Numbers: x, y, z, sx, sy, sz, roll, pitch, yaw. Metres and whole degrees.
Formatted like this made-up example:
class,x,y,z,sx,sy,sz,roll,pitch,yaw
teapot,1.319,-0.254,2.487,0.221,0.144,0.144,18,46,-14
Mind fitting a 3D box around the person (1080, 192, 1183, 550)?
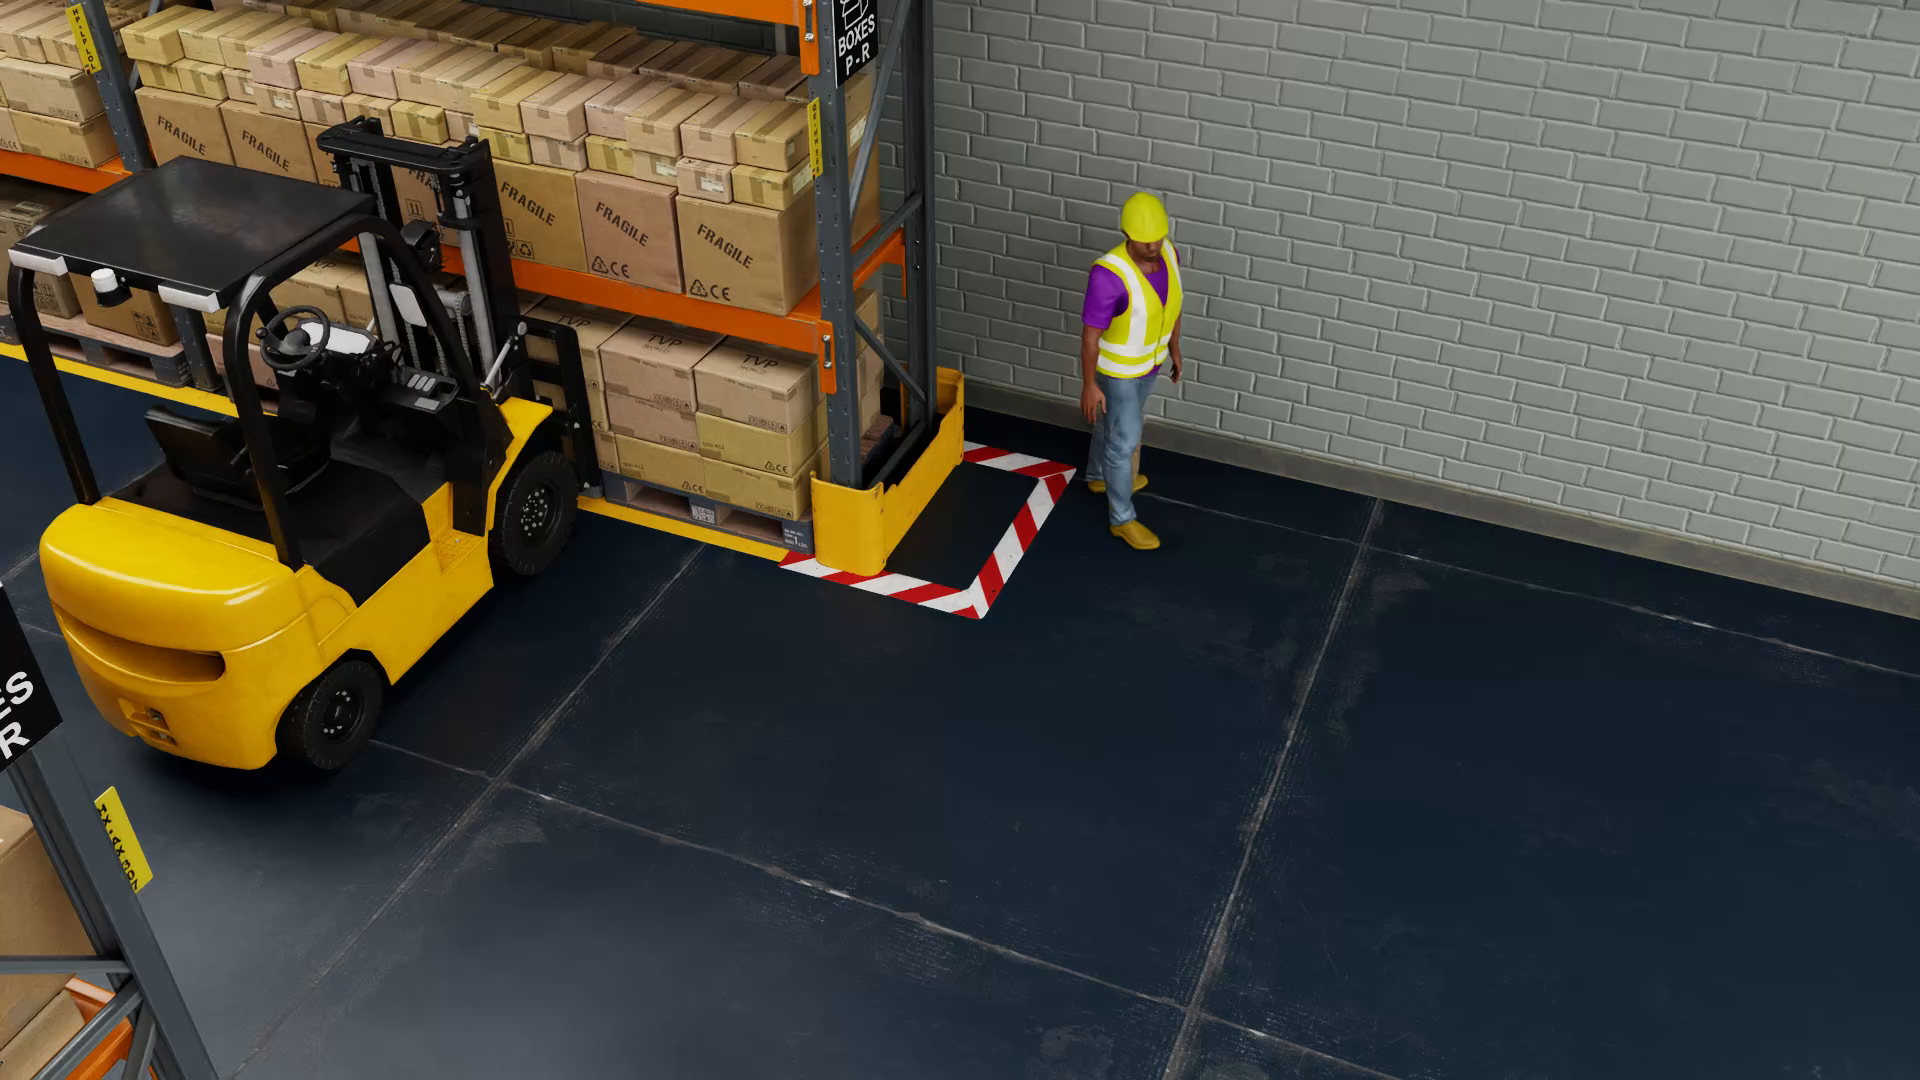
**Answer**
class,x,y,z,sx,sy,sz,roll,pitch,yaw
person,0.823,-0.812,7.837,0.607,1.766,0.647,26,44,30
